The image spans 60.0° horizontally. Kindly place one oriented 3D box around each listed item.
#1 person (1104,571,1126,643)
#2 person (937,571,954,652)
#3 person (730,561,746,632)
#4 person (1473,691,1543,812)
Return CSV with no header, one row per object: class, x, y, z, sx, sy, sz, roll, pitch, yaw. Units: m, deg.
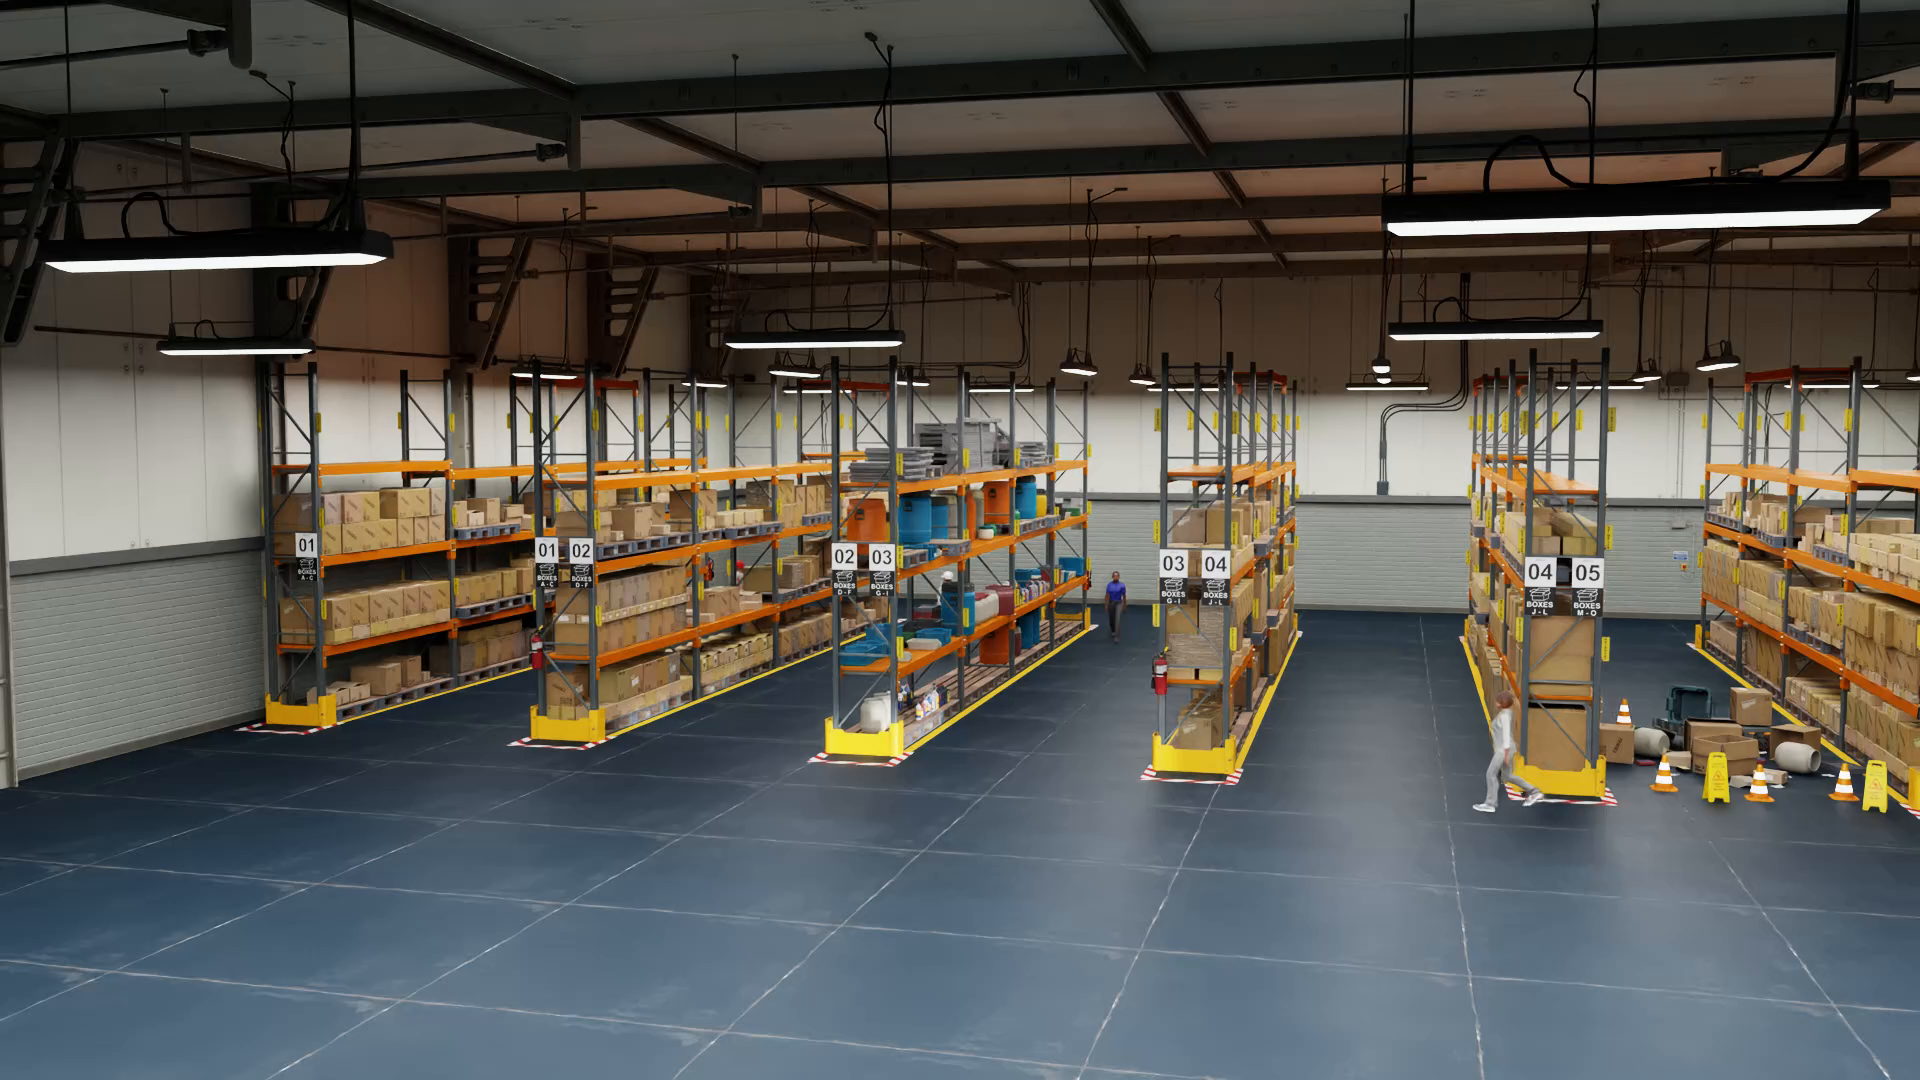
person,3.567,1.504,38.077,0.472,1.594,1.045,1,4,14
person,-0.267,1.591,36.262,0.577,1.830,0.406,-2,5,-31
person,-5.185,1.384,38.839,0.515,1.790,0.595,-4,6,-45
person,7.025,2.710,21.280,0.847,1.560,0.416,1,4,17
